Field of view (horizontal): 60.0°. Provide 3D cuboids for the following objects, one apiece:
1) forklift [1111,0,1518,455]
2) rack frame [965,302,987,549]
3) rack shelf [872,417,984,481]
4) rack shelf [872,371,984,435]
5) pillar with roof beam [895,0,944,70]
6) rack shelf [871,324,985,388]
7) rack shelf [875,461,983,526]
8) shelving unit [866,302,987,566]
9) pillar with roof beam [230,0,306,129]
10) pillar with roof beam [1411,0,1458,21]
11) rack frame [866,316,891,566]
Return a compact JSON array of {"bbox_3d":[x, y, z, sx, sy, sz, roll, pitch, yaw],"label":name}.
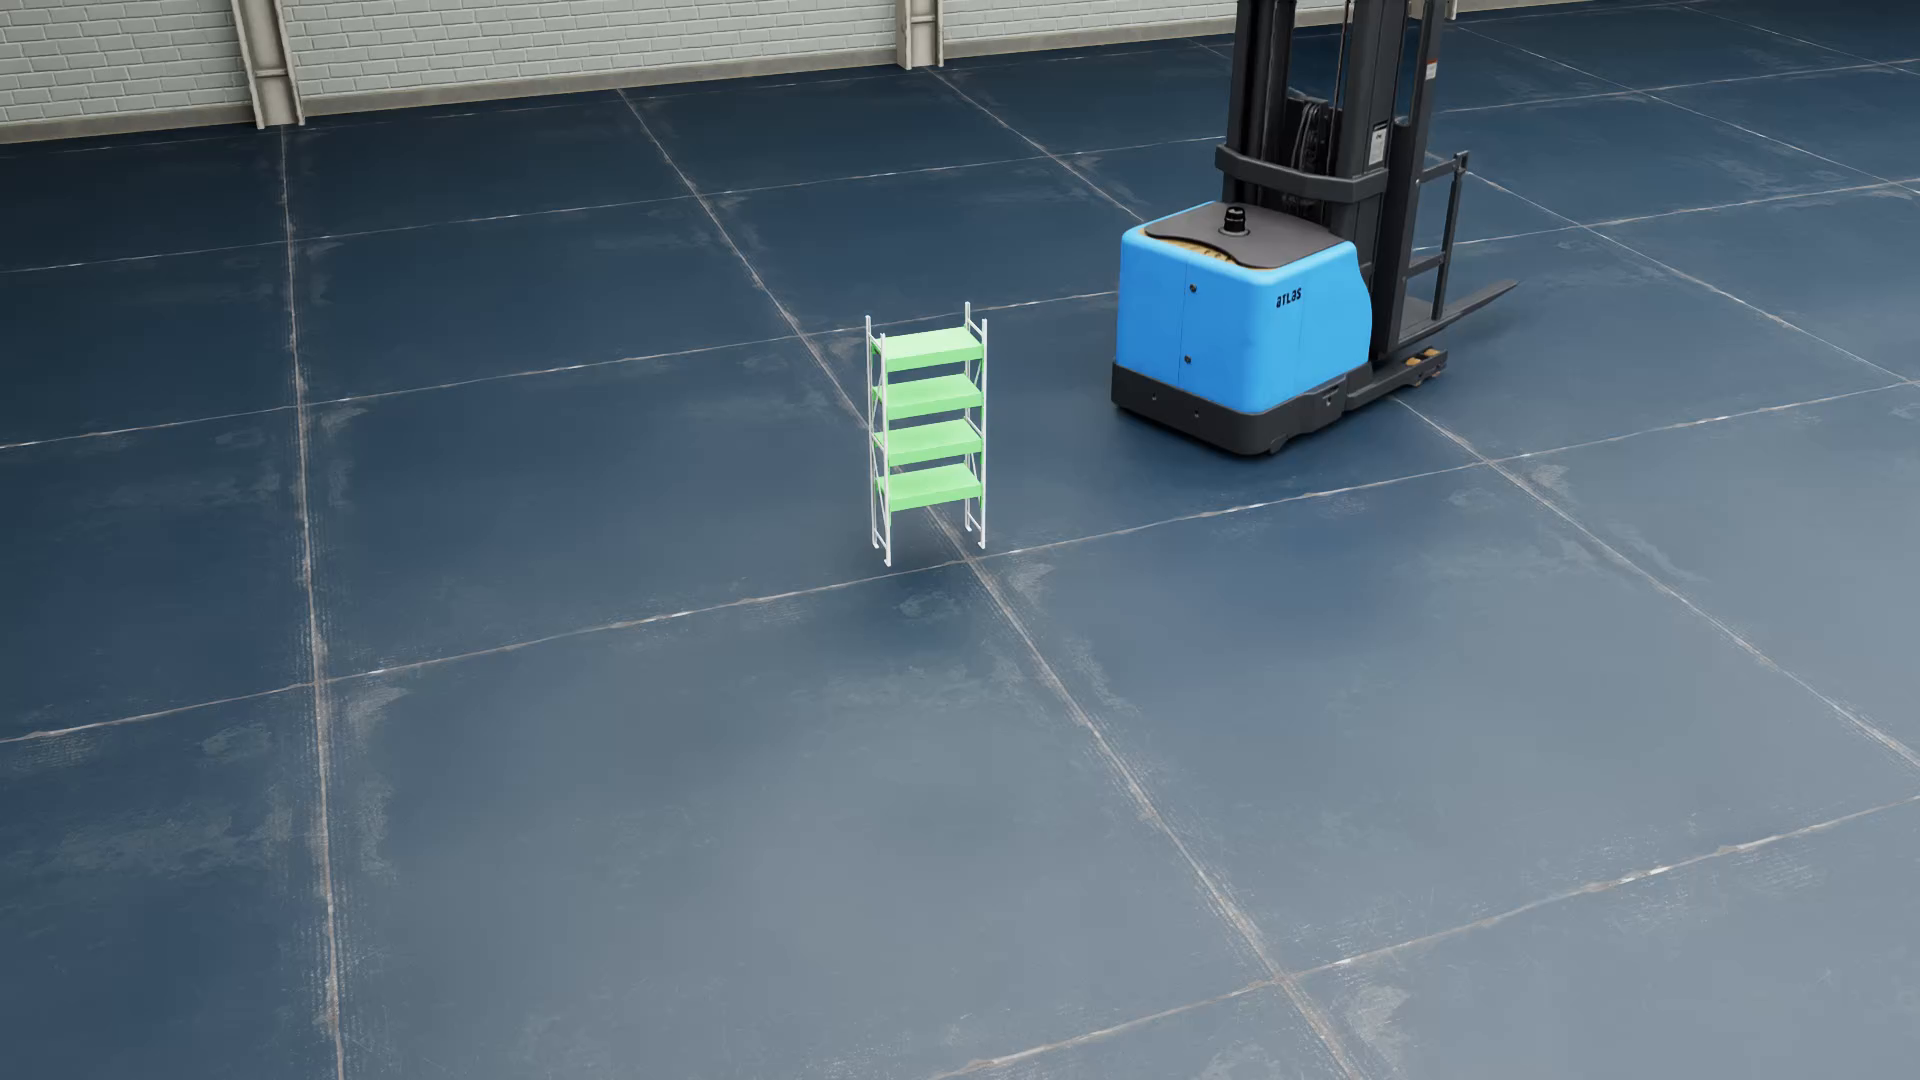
[{"bbox_3d":[2.277,-2.349,9.412,3.031,2.935,1.130,-25,38,-37],"label":"forklift"},{"bbox_3d":[0.074,-0.535,7.977,0.015,1.200,0.240,-10,31,-18],"label":"rack frame"},{"bbox_3d":[-0.155,-0.437,7.934,0.480,0.148,0.258,-10,31,-18],"label":"rack shelf"},{"bbox_3d":[-0.155,-0.646,7.816,0.480,0.148,0.258,-10,31,-18],"label":"rack shelf"},{"bbox_3d":[1.102,-6.653,10.837,0.400,9.000,9.100,-10,31,-18],"label":"pillar with roof beam"},{"bbox_3d":[-0.155,-0.854,7.697,0.480,0.148,0.258,-10,31,-18],"label":"rack shelf"},{"bbox_3d":[-0.155,-0.229,8.053,0.480,0.148,0.258,-10,31,-18],"label":"rack shelf"},{"bbox_3d":[-0.155,-0.493,7.903,0.503,1.200,0.258,-10,31,-18],"label":"shelving unit"},{"bbox_3d":[-4.521,-5.618,9.020,0.400,9.000,9.100,-10,31,-18],"label":"pillar with roof beam"},{"bbox_3d":[6.726,-7.689,12.655,0.400,9.000,9.100,-10,31,-18],"label":"pillar with roof beam"},{"bbox_3d":[-0.384,-0.451,7.829,0.015,1.200,0.240,-10,31,-18],"label":"rack frame"}]
